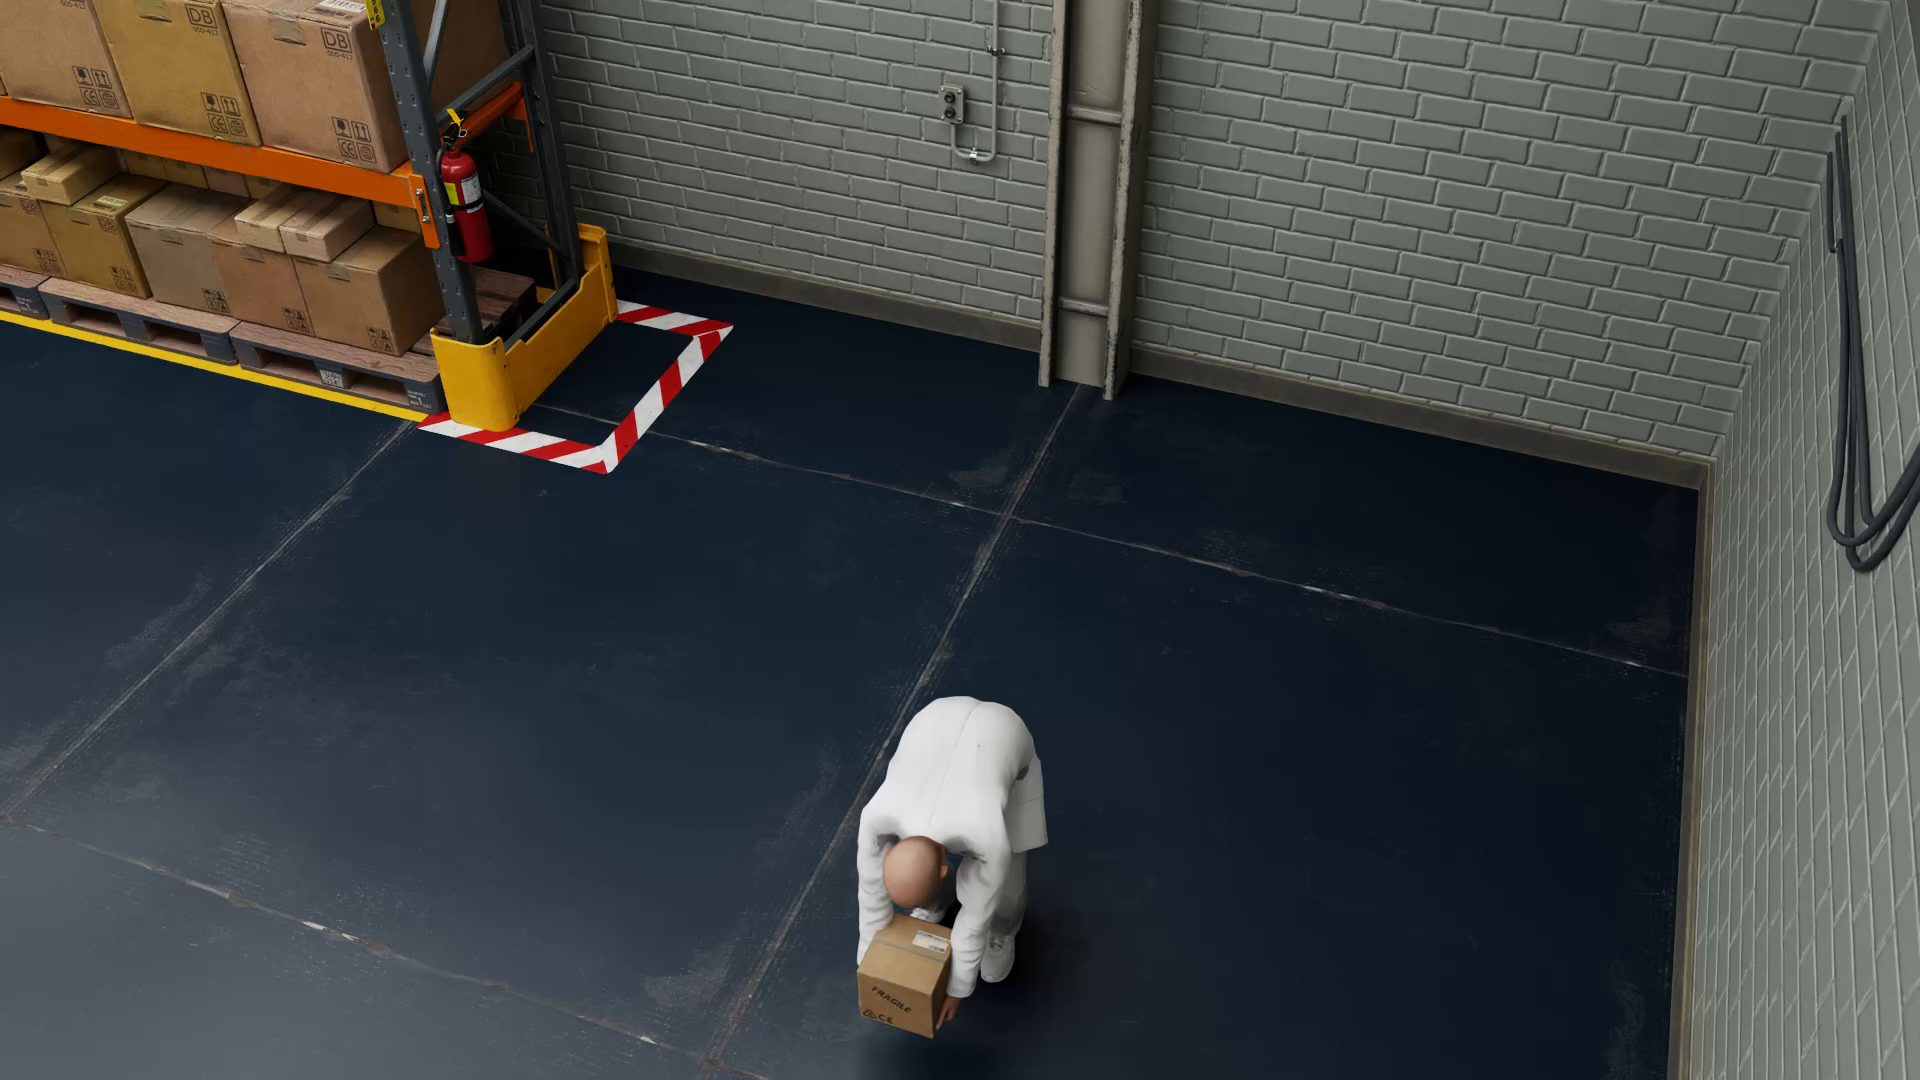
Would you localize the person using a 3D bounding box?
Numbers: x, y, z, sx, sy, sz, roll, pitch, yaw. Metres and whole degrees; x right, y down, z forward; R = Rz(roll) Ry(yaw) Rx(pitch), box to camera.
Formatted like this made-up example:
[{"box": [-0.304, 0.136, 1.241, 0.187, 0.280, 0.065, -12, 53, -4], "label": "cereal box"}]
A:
[{"box": [-0.040, 1.083, 5.426, 0.587, 1.117, 0.940, 12, 42, 13], "label": "person"}]
